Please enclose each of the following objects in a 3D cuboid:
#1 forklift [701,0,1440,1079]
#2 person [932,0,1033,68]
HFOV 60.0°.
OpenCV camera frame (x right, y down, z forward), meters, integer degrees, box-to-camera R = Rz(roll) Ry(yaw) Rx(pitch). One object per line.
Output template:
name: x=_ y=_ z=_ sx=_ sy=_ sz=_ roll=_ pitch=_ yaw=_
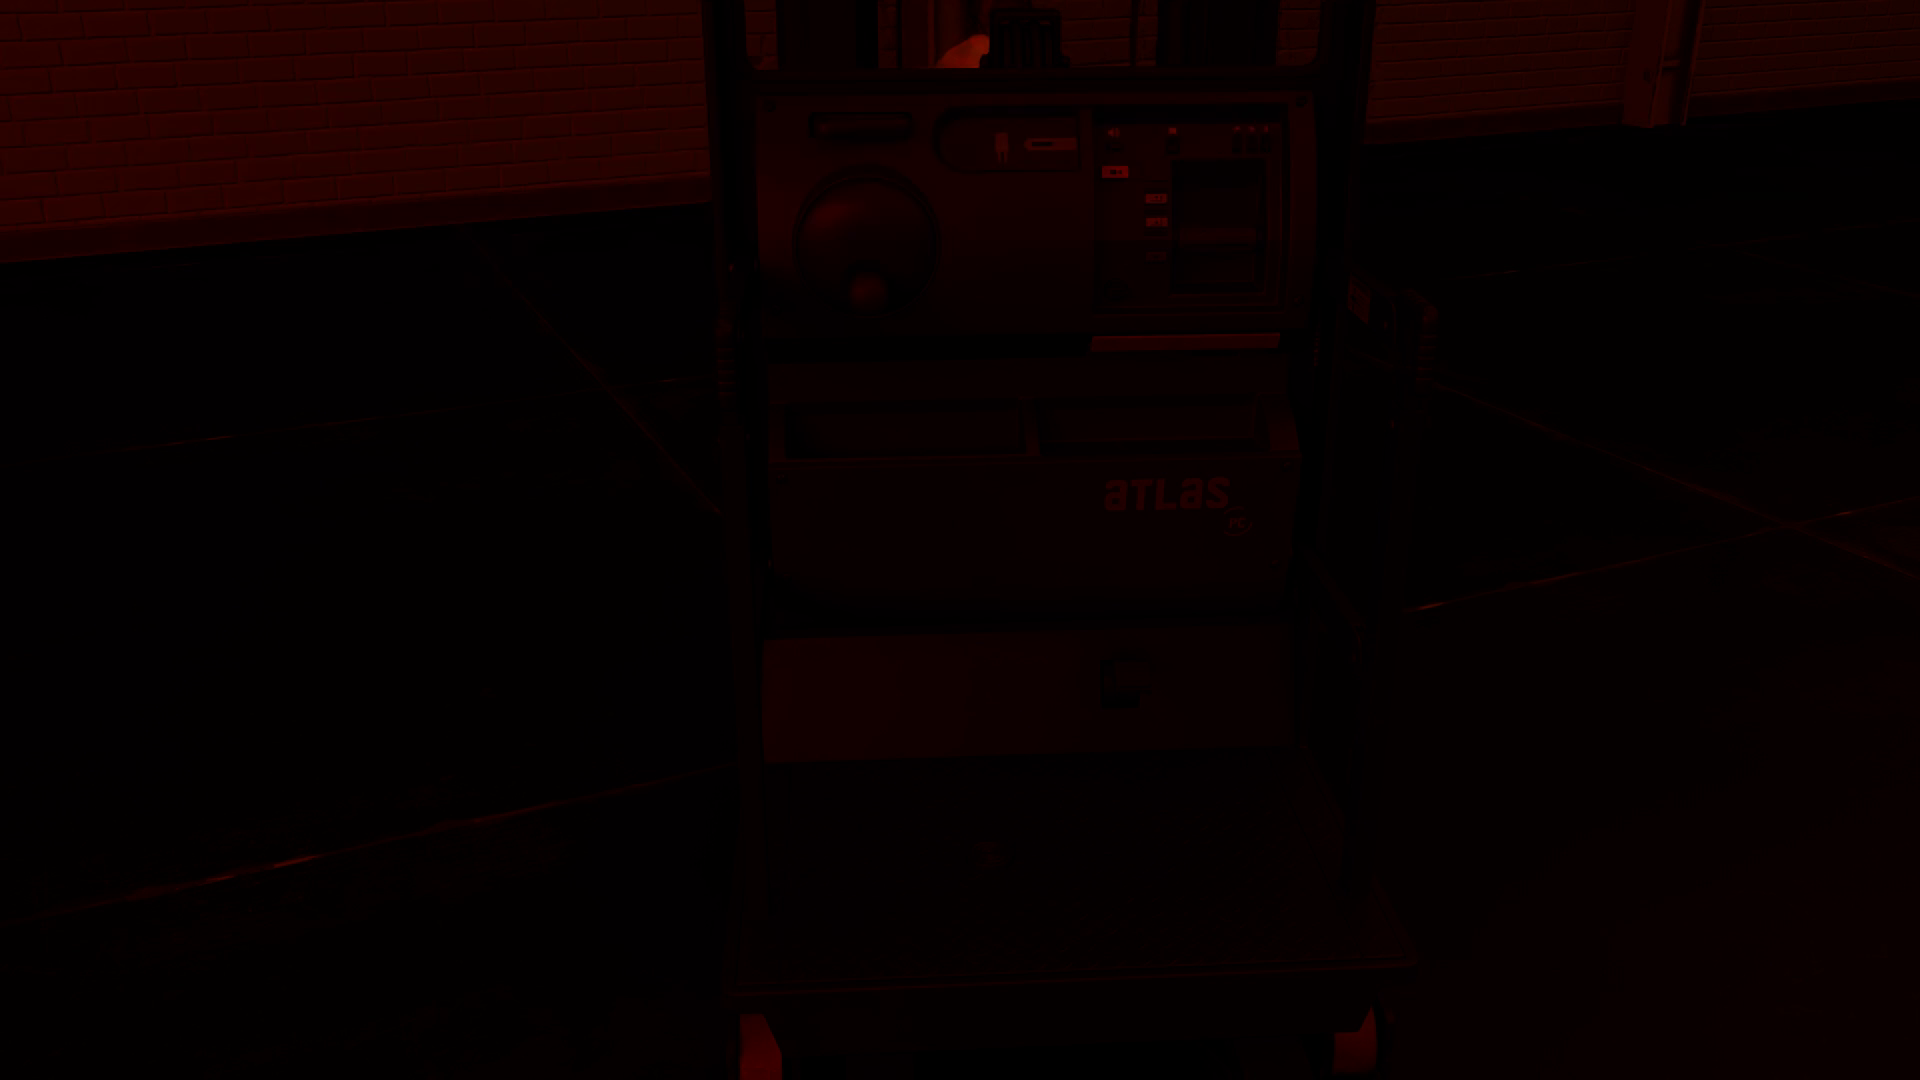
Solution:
forklift: x=0.146 y=-0.531 z=2.565 sx=1.130 sy=2.935 sz=3.031 roll=-2 pitch=23 yaw=-4
person: x=0.199 y=-0.837 z=4.880 sx=0.702 sy=1.740 sz=0.708 roll=-12 pitch=26 yaw=-27
